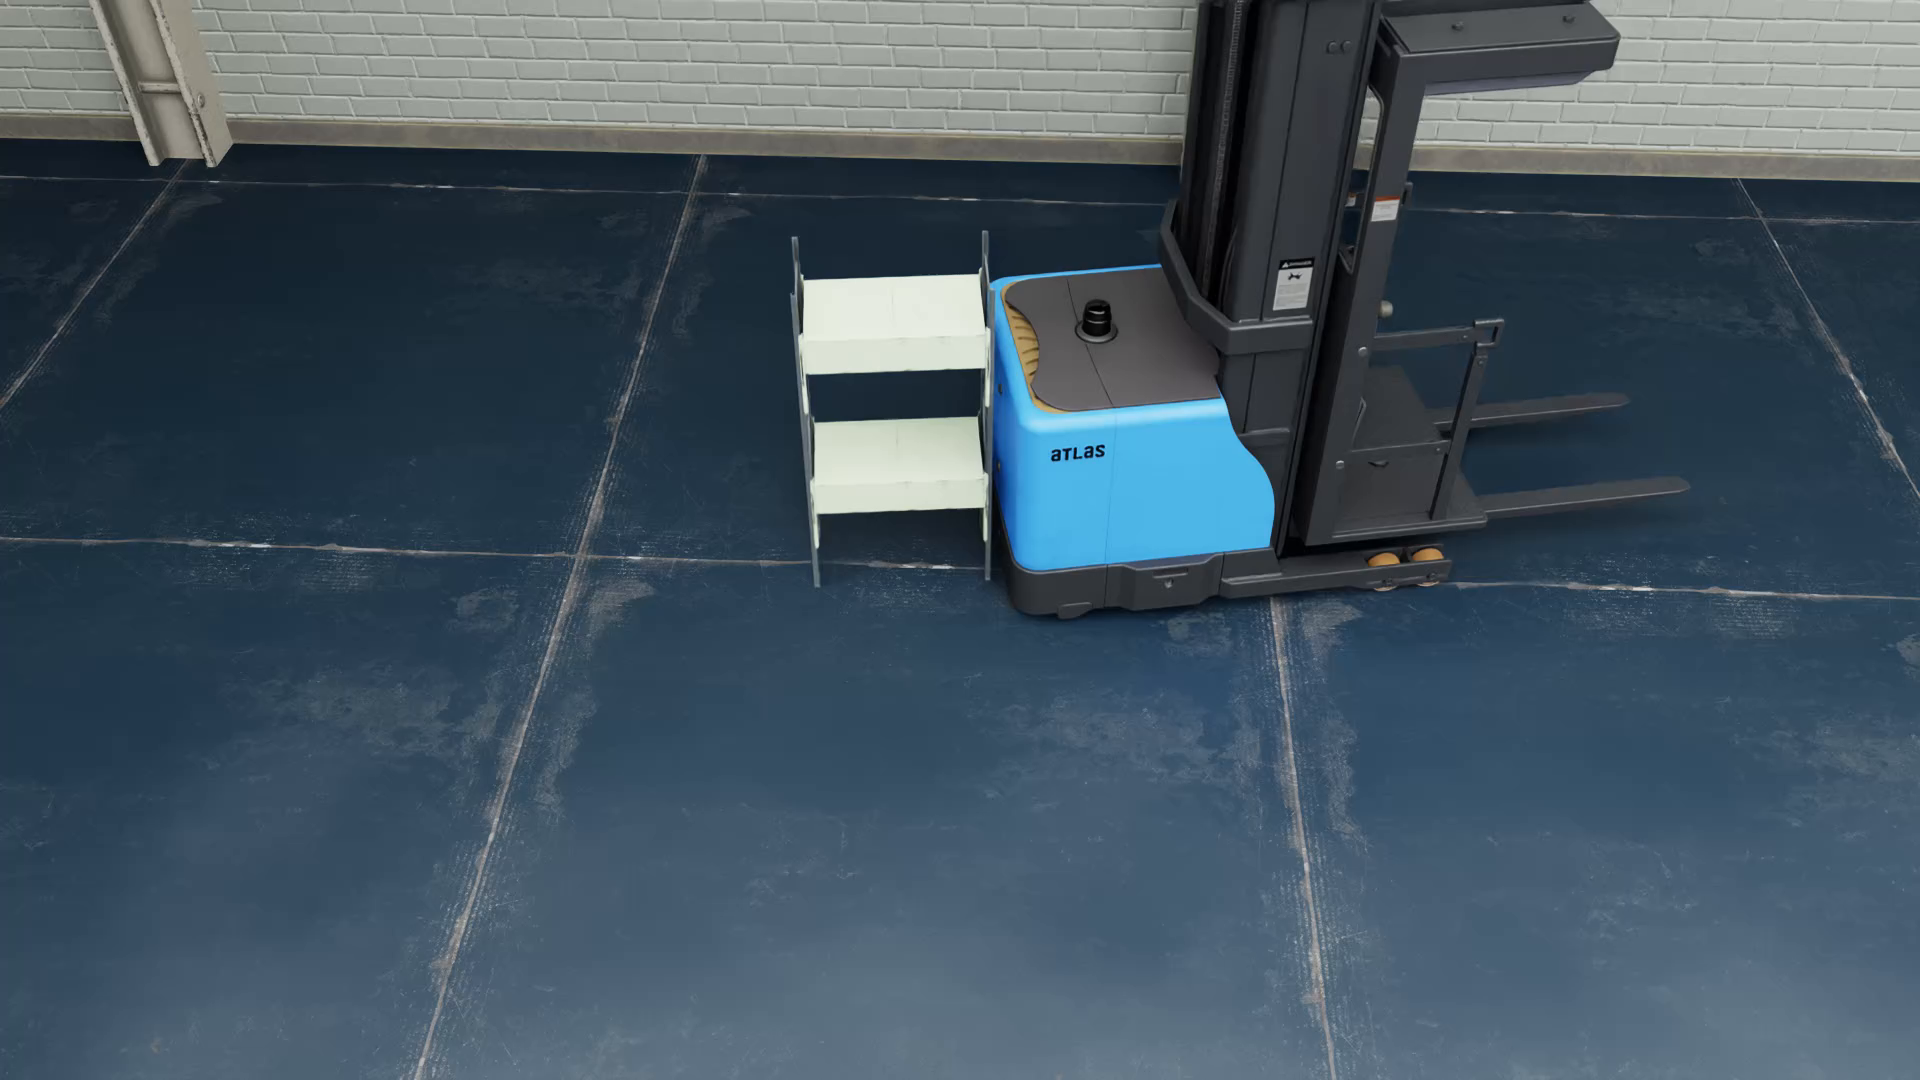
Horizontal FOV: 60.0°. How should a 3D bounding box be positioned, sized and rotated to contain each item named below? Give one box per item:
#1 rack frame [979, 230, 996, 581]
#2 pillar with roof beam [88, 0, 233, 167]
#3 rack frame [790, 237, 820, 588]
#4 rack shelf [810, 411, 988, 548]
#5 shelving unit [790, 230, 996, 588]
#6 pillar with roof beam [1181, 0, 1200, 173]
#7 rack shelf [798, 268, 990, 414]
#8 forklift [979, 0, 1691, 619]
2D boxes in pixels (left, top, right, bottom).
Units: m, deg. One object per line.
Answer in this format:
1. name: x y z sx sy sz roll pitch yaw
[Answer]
1. rack frame: 0.108 -0.509 6.782 0.023 1.500 0.400 -2 43 -2
2. pillar with roof beam: -4.709 -2.640 3.567 0.400 9.000 9.100 2 43 2
3. rack frame: -0.622 -0.480 6.750 0.023 1.500 0.400 -2 43 -2
4. rack shelf: -0.257 -0.256 6.988 0.720 0.370 0.431 -2 43 -2
5. shelving unit: -0.257 -0.494 6.766 0.755 1.500 0.431 -2 43 -2
6. pillar with roof beam: 1.285 -2.456 3.369 0.400 9.000 9.100 2 43 2
7. rack shelf: -0.257 -0.780 6.500 0.720 0.370 0.431 -2 43 -2
8. forklift: 1.644 -1.206 6.480 3.031 2.935 1.130 -6 43 -6
